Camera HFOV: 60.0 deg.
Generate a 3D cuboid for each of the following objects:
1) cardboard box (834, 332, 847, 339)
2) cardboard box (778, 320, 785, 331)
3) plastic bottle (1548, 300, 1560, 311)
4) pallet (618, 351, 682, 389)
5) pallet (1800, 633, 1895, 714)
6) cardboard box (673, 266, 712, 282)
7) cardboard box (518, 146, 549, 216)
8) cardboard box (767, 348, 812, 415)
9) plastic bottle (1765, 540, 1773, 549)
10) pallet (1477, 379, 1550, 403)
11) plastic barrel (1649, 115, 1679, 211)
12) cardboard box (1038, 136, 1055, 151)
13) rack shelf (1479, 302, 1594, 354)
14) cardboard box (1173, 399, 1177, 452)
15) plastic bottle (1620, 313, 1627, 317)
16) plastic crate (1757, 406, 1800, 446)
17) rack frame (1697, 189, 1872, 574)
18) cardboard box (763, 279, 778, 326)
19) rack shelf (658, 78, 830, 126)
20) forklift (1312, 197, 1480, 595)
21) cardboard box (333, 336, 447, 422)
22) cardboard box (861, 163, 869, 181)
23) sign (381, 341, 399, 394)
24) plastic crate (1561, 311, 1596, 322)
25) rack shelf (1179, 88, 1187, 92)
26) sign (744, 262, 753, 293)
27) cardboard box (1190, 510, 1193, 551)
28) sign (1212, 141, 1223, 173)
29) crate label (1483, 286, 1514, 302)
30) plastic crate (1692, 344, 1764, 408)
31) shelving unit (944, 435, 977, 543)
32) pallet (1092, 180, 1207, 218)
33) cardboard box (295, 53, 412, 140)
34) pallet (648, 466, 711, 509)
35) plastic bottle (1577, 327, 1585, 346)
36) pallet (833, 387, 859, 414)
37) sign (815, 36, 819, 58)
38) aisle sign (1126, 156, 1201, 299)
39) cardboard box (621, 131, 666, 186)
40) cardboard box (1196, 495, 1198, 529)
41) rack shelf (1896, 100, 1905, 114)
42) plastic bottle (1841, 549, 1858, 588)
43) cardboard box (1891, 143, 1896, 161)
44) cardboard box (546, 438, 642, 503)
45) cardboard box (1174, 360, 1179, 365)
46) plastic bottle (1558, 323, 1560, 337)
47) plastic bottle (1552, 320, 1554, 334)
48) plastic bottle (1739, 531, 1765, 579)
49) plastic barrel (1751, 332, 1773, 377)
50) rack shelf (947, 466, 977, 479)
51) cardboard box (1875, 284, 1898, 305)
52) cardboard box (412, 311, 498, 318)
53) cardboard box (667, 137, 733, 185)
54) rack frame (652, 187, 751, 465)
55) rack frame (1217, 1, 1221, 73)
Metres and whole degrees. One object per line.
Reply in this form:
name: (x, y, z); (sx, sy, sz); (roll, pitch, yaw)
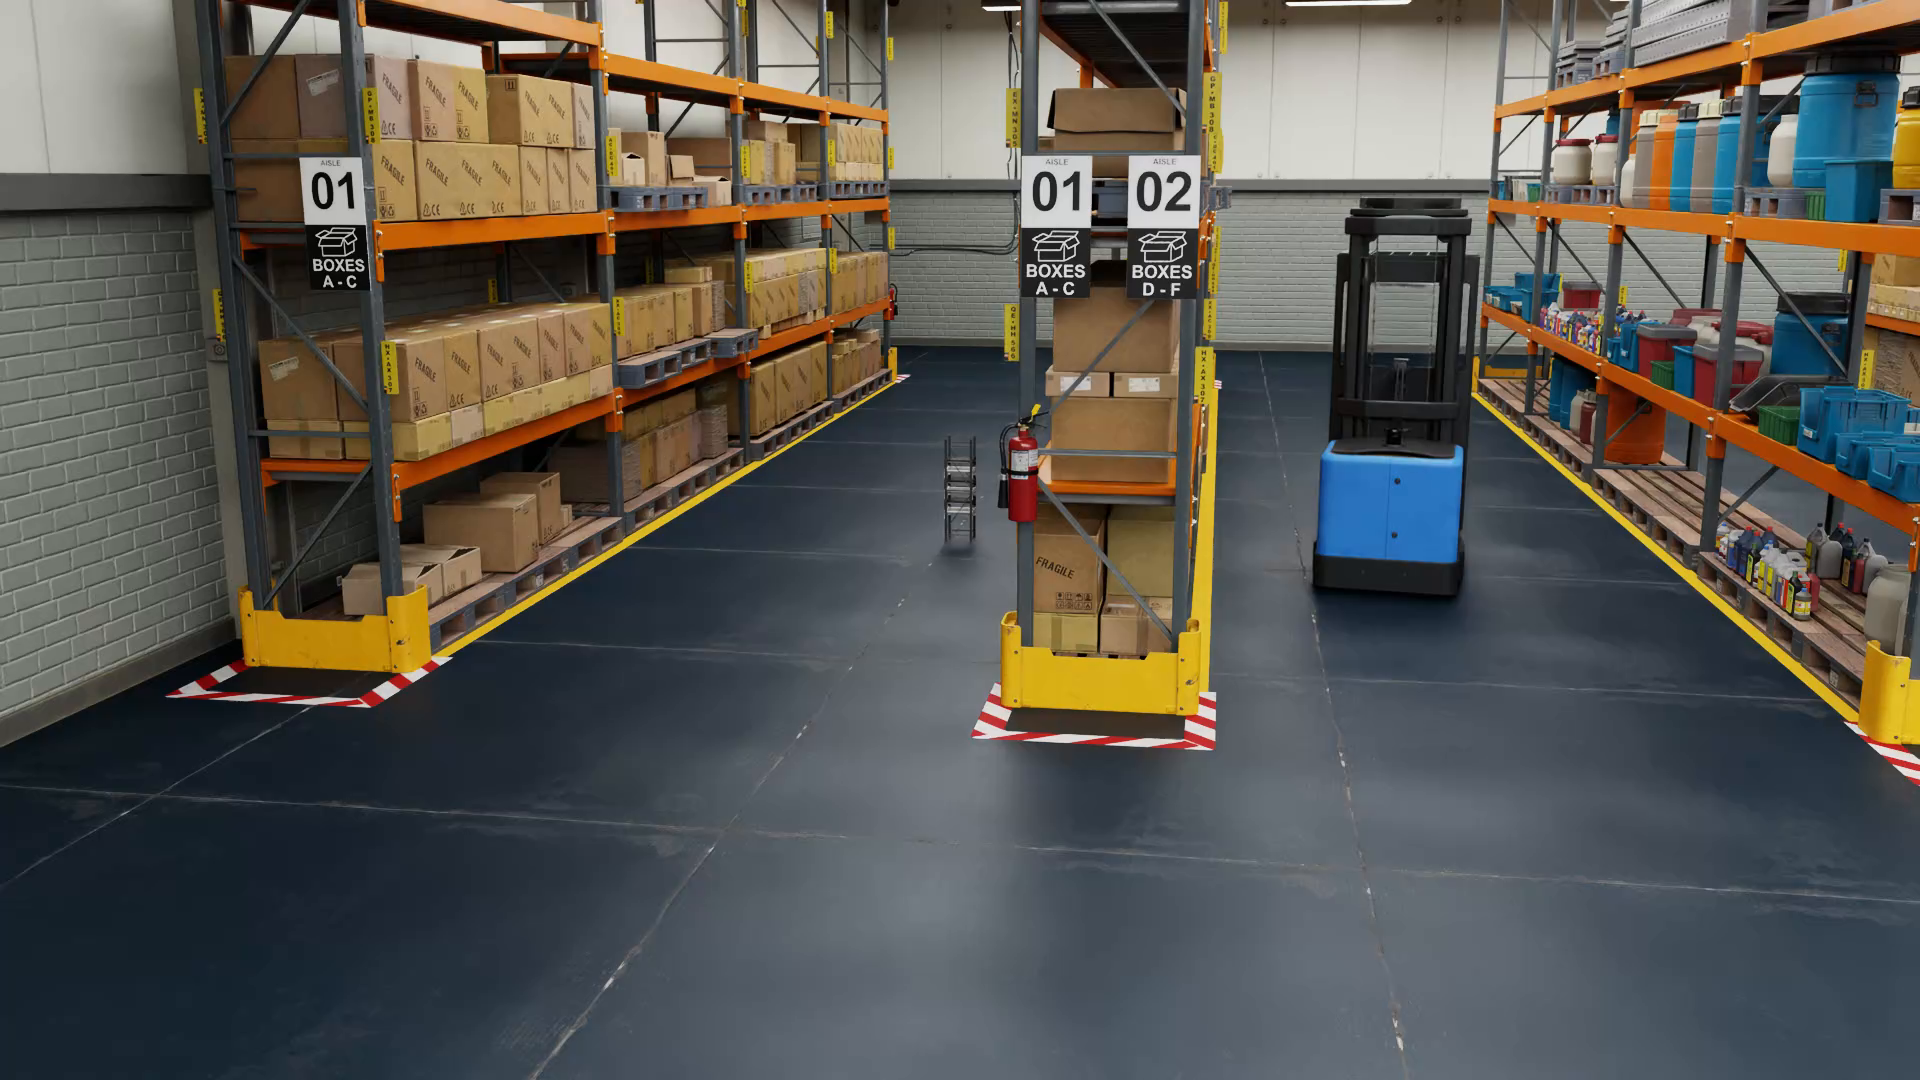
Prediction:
cardboard box: (-1.895, -3.014, 24.754); (0.380, 0.149, 0.250); (2, 12, 9)
cardboard box: (-2.318, -2.590, 19.938); (0.380, 0.149, 0.250); (2, 12, 9)
plastic bottle: (7.202, -2.738, 20.196); (0.144, 0.351, 0.185); (2, 12, 9)
pallet: (-3.176, -1.550, 15.020); (1.003, 0.211, 1.213); (2, 12, 9)
pallet: (5.832, 0.841, 10.089); (1.003, 0.211, 1.213); (2, 12, 9)
cardboard box: (-2.846, -2.830, 17.684); (0.380, 0.149, 0.250); (0, 12, 1)
cardboard box: (-3.409, -2.680, 12.402); (0.500, 0.500, 0.500); (1, 12, 6)
cardboard box: (-2.312, -1.984, 20.687); (0.750, 0.750, 0.750); (2, 12, 10)
plastic bottle: (5.915, 0.139, 12.160); (0.097, 0.271, 0.097); (0, 12, 0)
pallet: (8.032, -2.133, 23.888); (1.003, 0.211, 1.213); (2, 12, 9)
plastic barrel: (6.526, -3.377, 14.904); (0.600, 0.830, 0.708); (2, 12, 9)
cardboard box: (0.759, -2.412, 10.471); (0.500, 0.250, 0.500); (2, 12, 9)
rack shelf: (7.890, -2.898, 22.529); (1.077, 0.370, 4.000); (2, 12, 9)
cardboard box: (1.085, -0.855, 11.104); (0.700, 0.500, 0.500); (2, 12, 9)
plastic bottle: (7.707, -2.499, 19.265); (0.152, 0.276, 0.135); (2, 12, 9)
plastic crate: (5.864, -0.791, 11.548); (0.450, 0.188, 0.662); (2, 12, 9)
rack frame: (6.352, -1.168, 12.794); (1.000, 3.000, 0.127); (2, 12, 9)
cardboard box: (-2.405, -2.727, 19.039); (0.500, 0.500, 0.500); (2, 12, 11)
rack shelf: (-2.515, -5.124, 19.565); (1.077, 0.370, 4.000); (2, 12, 9)
forklift: (3.591, -1.286, 13.503); (1.130, 2.935, 3.031); (4, 13, 17)
cardboard box: (-3.682, -1.049, 10.771); (0.500, 0.500, 0.500); (2, 12, 9)
cardboard box: (-1.596, -5.256, 23.766); (0.500, 0.250, 0.500); (2, 12, 7)
sign: (-3.516, -1.062, 10.247); (0.100, 0.325, 0.005); (2, 12, 9)
plastic crate: (7.795, -2.826, 20.971); (0.396, 0.136, 0.243); (2, 12, 9)
rack shelf: (2.381, -4.964, 18.824); (1.077, 0.370, 4.000); (2, 12, 9)
sign: (-2.285, -2.834, 17.961); (0.100, 0.325, 0.005); (2, 12, 9)
cardboard box: (1.603, -0.087, 13.307); (0.500, 0.250, 0.500); (2, 12, 9)
sign: (2.620, -3.900, 16.936); (0.100, 0.325, 0.005); (2, 12, 9)
crate label: (7.834, -3.573, 24.208); (0.416, 0.233, 0.303); (2, 12, 9)
plastic crate: (6.124, -1.310, 13.301); (0.402, 0.464, 0.583); (2, 12, 9)
shelving unit: (0.001, -0.442, 14.406); (0.258, 0.900, 0.210); (2, 12, 9)
pallet: (0.977, -2.066, 10.051); (1.003, 0.211, 1.213); (2, 12, 9)
cardboard box: (-3.753, -2.743, 10.322); (0.500, 0.500, 0.500); (1, 12, 5)
pallet: (-3.134, -0.543, 16.511); (1.003, 0.211, 1.213); (2, 12, 9)
plastic bottle: (6.784, -2.215, 18.123); (0.097, 0.201, 0.097); (0, 12, 0)
pallet: (-2.013, -1.947, 23.028); (1.003, 0.211, 1.213); (2, 12, 9)
sign: (-2.139, -7.473, 25.217); (0.100, 0.325, 0.005); (2, 12, 9)
aisle sign: (1.135, -1.744, 9.295); (0.394, 0.787, 0.004); (2, 12, 9)
cardboard box: (-3.085, -3.578, 15.620); (0.500, 0.500, 0.500); (1, 12, 7)
cardboard box: (1.765, -0.267, 14.140); (0.500, 0.250, 0.500); (2, 12, 7)
rack shelf: (12.784, -5.475, 21.195); (1.077, 0.370, 4.000); (2, 12, 9)
plastic bottle: (6.353, 0.197, 11.862); (0.061, 0.283, 0.133); (2, 12, 9)
cardboard box: (12.859, -5.052, 22.224); (0.700, 0.500, 0.500); (1, 12, 7)
cardboard box: (-3.341, -0.636, 15.214); (0.700, 0.500, 0.500); (2, 12, 11)
cardboard box: (1.194, -1.044, 10.443); (0.380, 0.149, 0.250); (2, 12, 9)
plastic bottle: (6.947, -2.436, 19.150); (0.097, 0.201, 0.097); (0, 12, 0)
plastic bottle: (7.003, -2.512, 19.503); (0.097, 0.201, 0.097); (0, 12, 0)
plastic bottle: (5.789, 0.106, 12.127); (0.144, 0.351, 0.185); (1, 12, 6)
plastic barrel: (6.716, -1.427, 13.671); (0.433, 0.535, 0.433); (0, 12, 0)
rack shelf: (0.001, -0.585, 14.376); (0.258, 0.077, 0.200); (2, 12, 9)
cardboard box: (12.597, -3.274, 22.214); (0.500, 0.250, 0.500); (1, 12, 7)
cardboard box: (-3.881, -1.490, 12.816); (0.500, 0.500, 0.500); (2, 12, 10)
cardboard box: (-2.806, -4.153, 18.243); (0.700, 0.500, 0.500); (1, 12, 4)
rack frame: (-2.822, -2.322, 18.147); (1.000, 3.000, 0.127); (2, 12, 9)
rack frame: (3.303, -6.760, 24.502); (1.000, 3.000, 0.127); (2, 12, 9)
